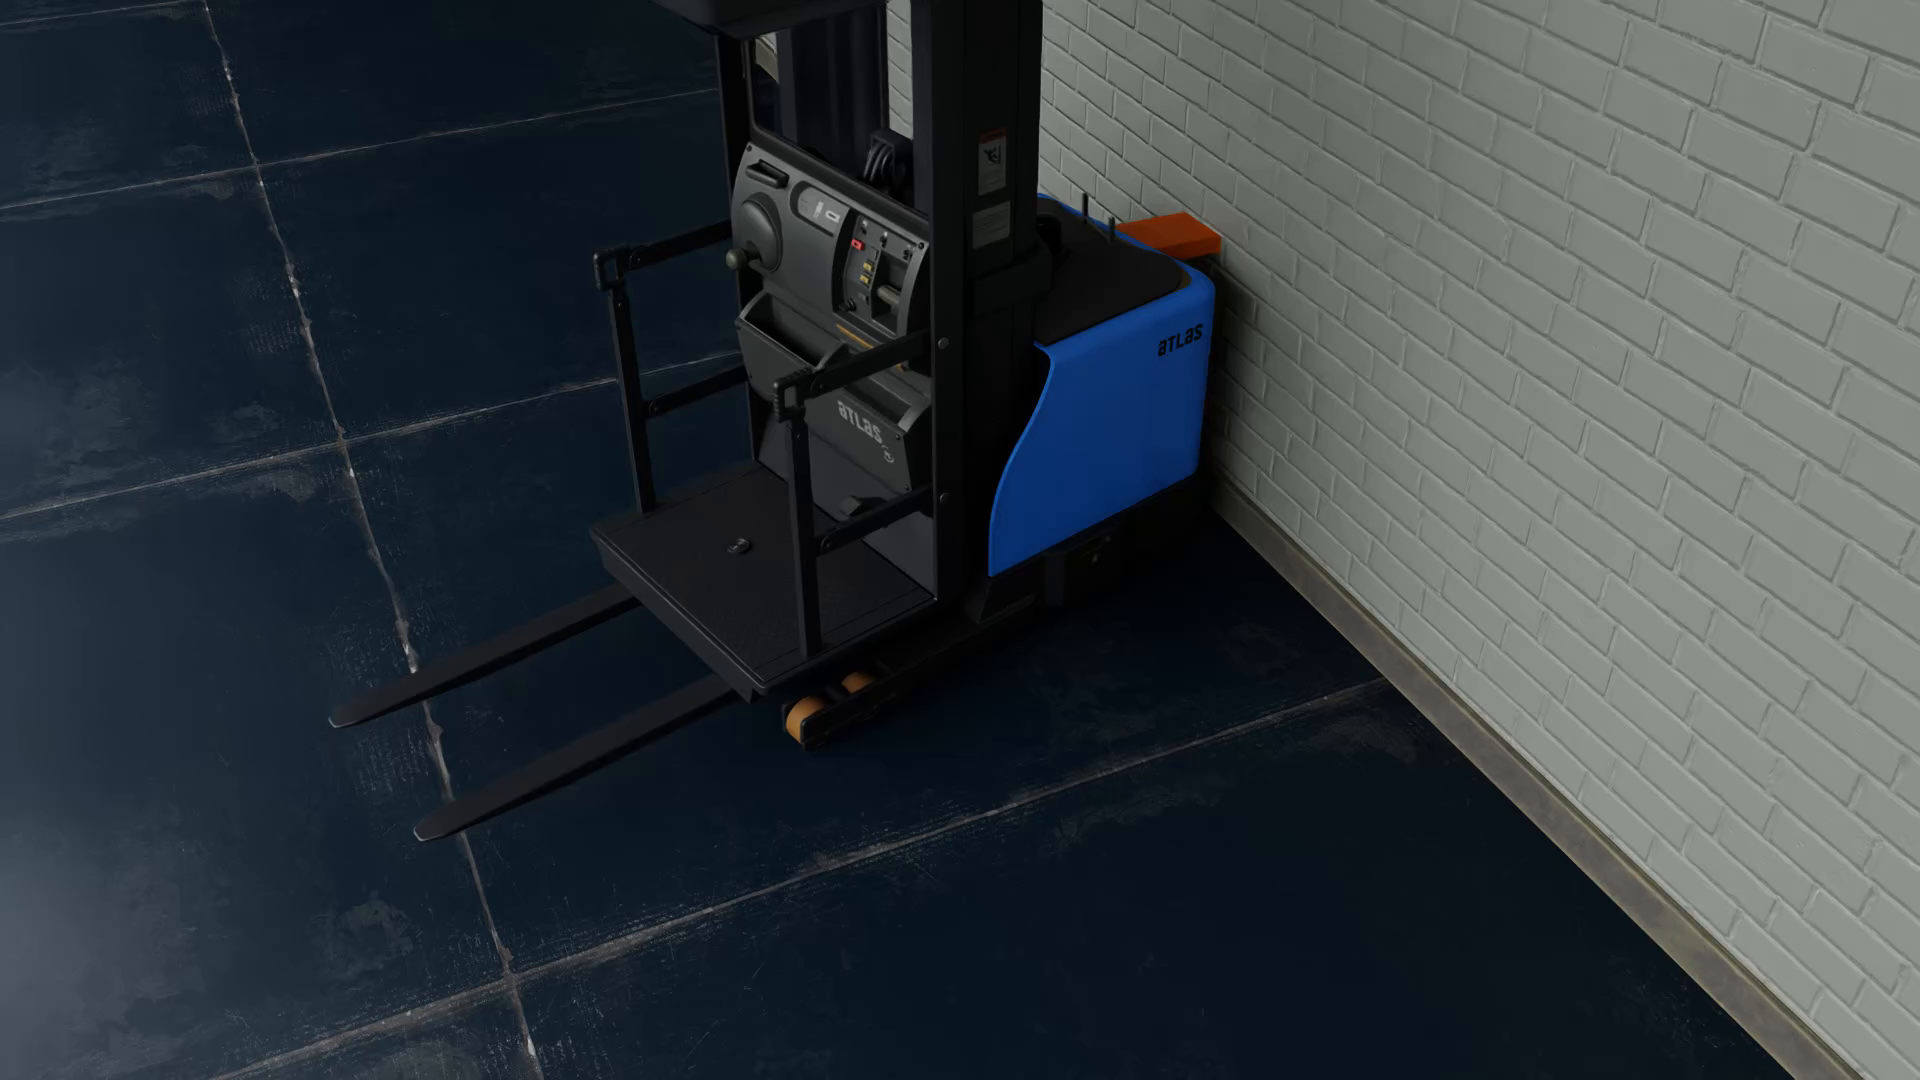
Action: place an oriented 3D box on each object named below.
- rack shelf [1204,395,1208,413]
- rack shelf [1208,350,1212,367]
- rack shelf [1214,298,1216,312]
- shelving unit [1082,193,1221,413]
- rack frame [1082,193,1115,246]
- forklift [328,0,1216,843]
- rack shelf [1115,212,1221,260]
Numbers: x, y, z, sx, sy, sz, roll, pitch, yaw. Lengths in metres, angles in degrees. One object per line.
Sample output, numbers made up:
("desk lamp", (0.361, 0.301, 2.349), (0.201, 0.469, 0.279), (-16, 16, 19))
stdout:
("rack shelf", (0.733, -0.508, 6.367), (0.480, 0.148, 0.258), (-14, 36, -17))
("rack shelf", (0.728, -0.672, 6.255), (0.480, 0.148, 0.258), (-14, 36, -17))
("rack shelf", (0.722, -0.856, 6.128), (0.480, 0.148, 0.258), (-14, 36, -17))
("shelving unit", (0.726, -0.727, 6.217), (0.503, 1.200, 0.258), (-14, 36, -17))
("rack frame", (0.499, -0.672, 6.147), (0.015, 1.200, 0.240), (-14, 36, -17))
("forklift", (-0.571, -0.866, 4.958), (3.031, 2.935, 1.130), (-26, 44, -31))
("rack shelf", (0.716, -1.051, 5.994), (0.480, 0.148, 0.258), (-14, 36, -17))
